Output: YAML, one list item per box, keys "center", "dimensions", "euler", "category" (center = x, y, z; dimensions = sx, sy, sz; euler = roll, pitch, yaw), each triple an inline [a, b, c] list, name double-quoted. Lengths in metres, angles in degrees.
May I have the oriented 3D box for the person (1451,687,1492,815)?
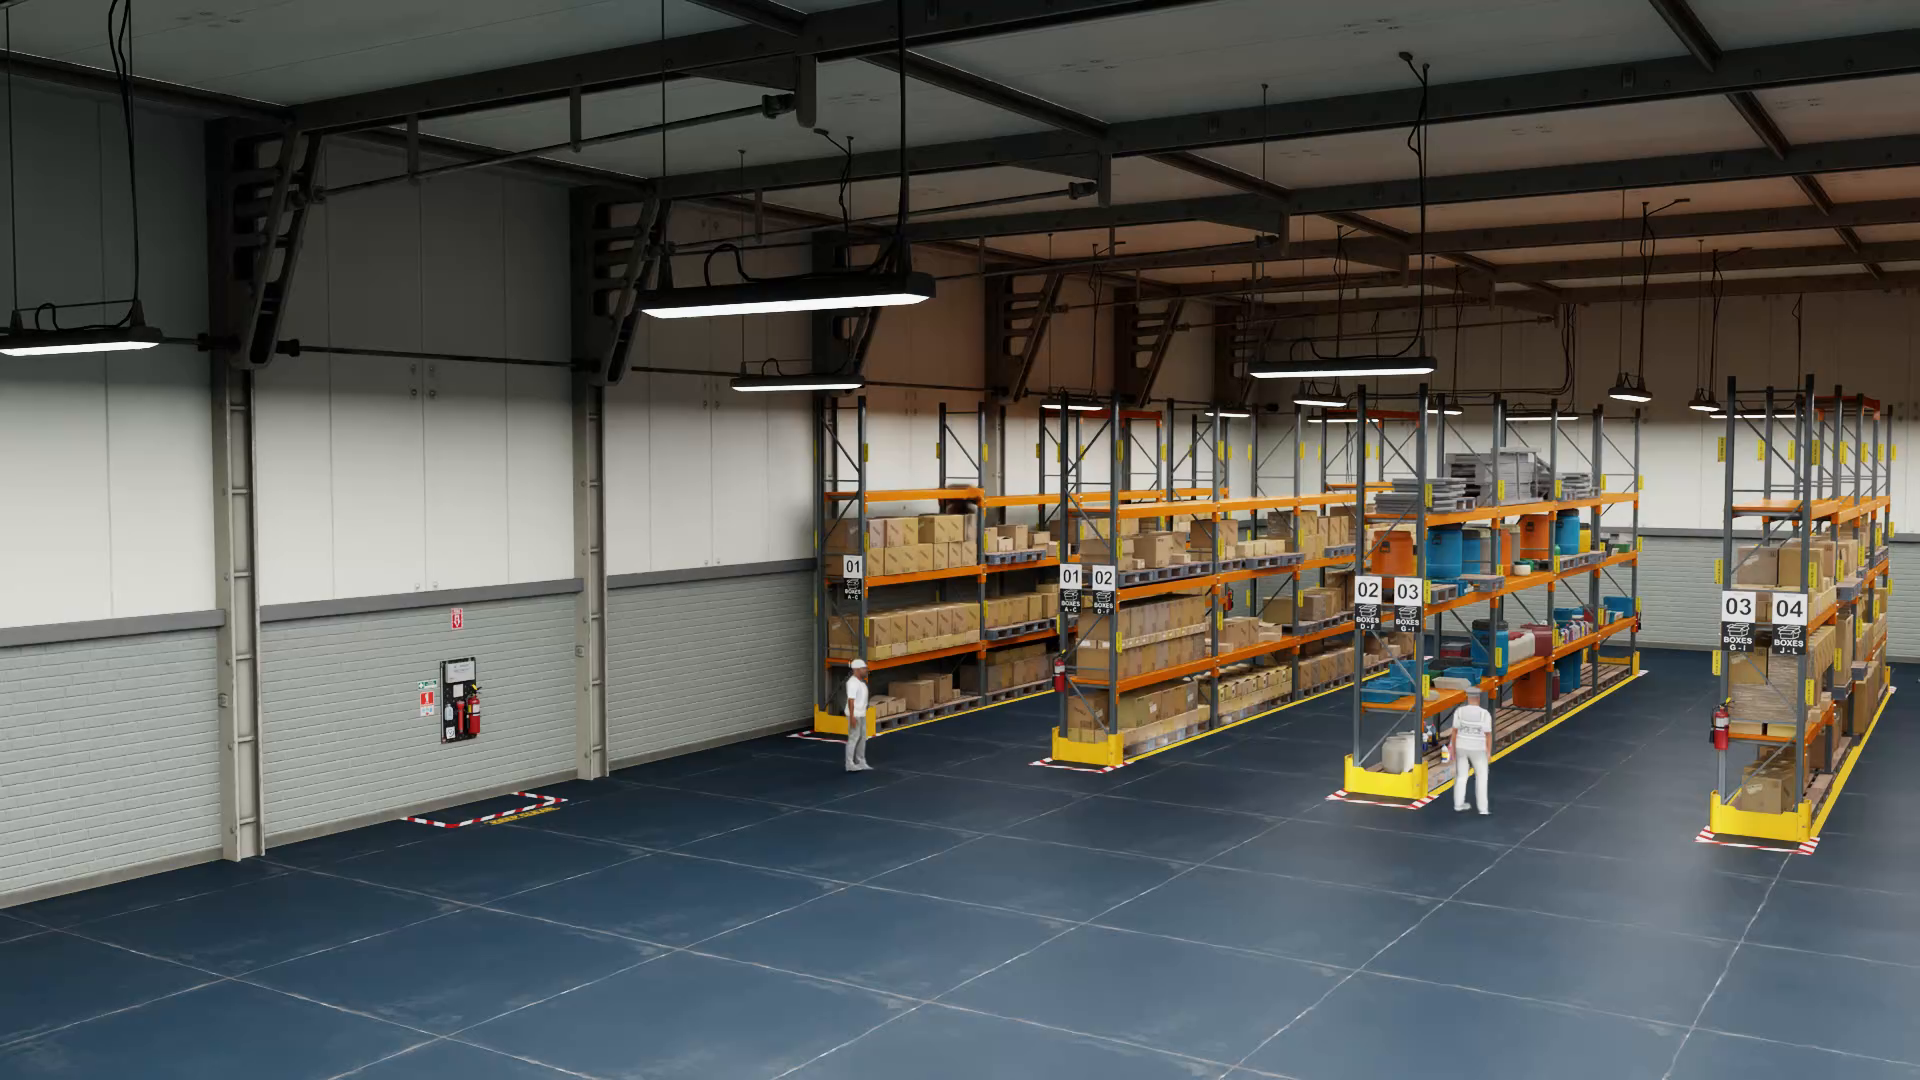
- center: [7.140, 2.925, 23.107]
  dimensions: [0.575, 1.754, 0.487]
  euler: [3, 4, 43]
  category: "person"

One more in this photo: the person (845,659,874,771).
- center: [-1.602, 2.769, 26.123]
  dimensions: [0.439, 1.796, 0.672]
  euler: [0, 3, 9]
  category: "person"
